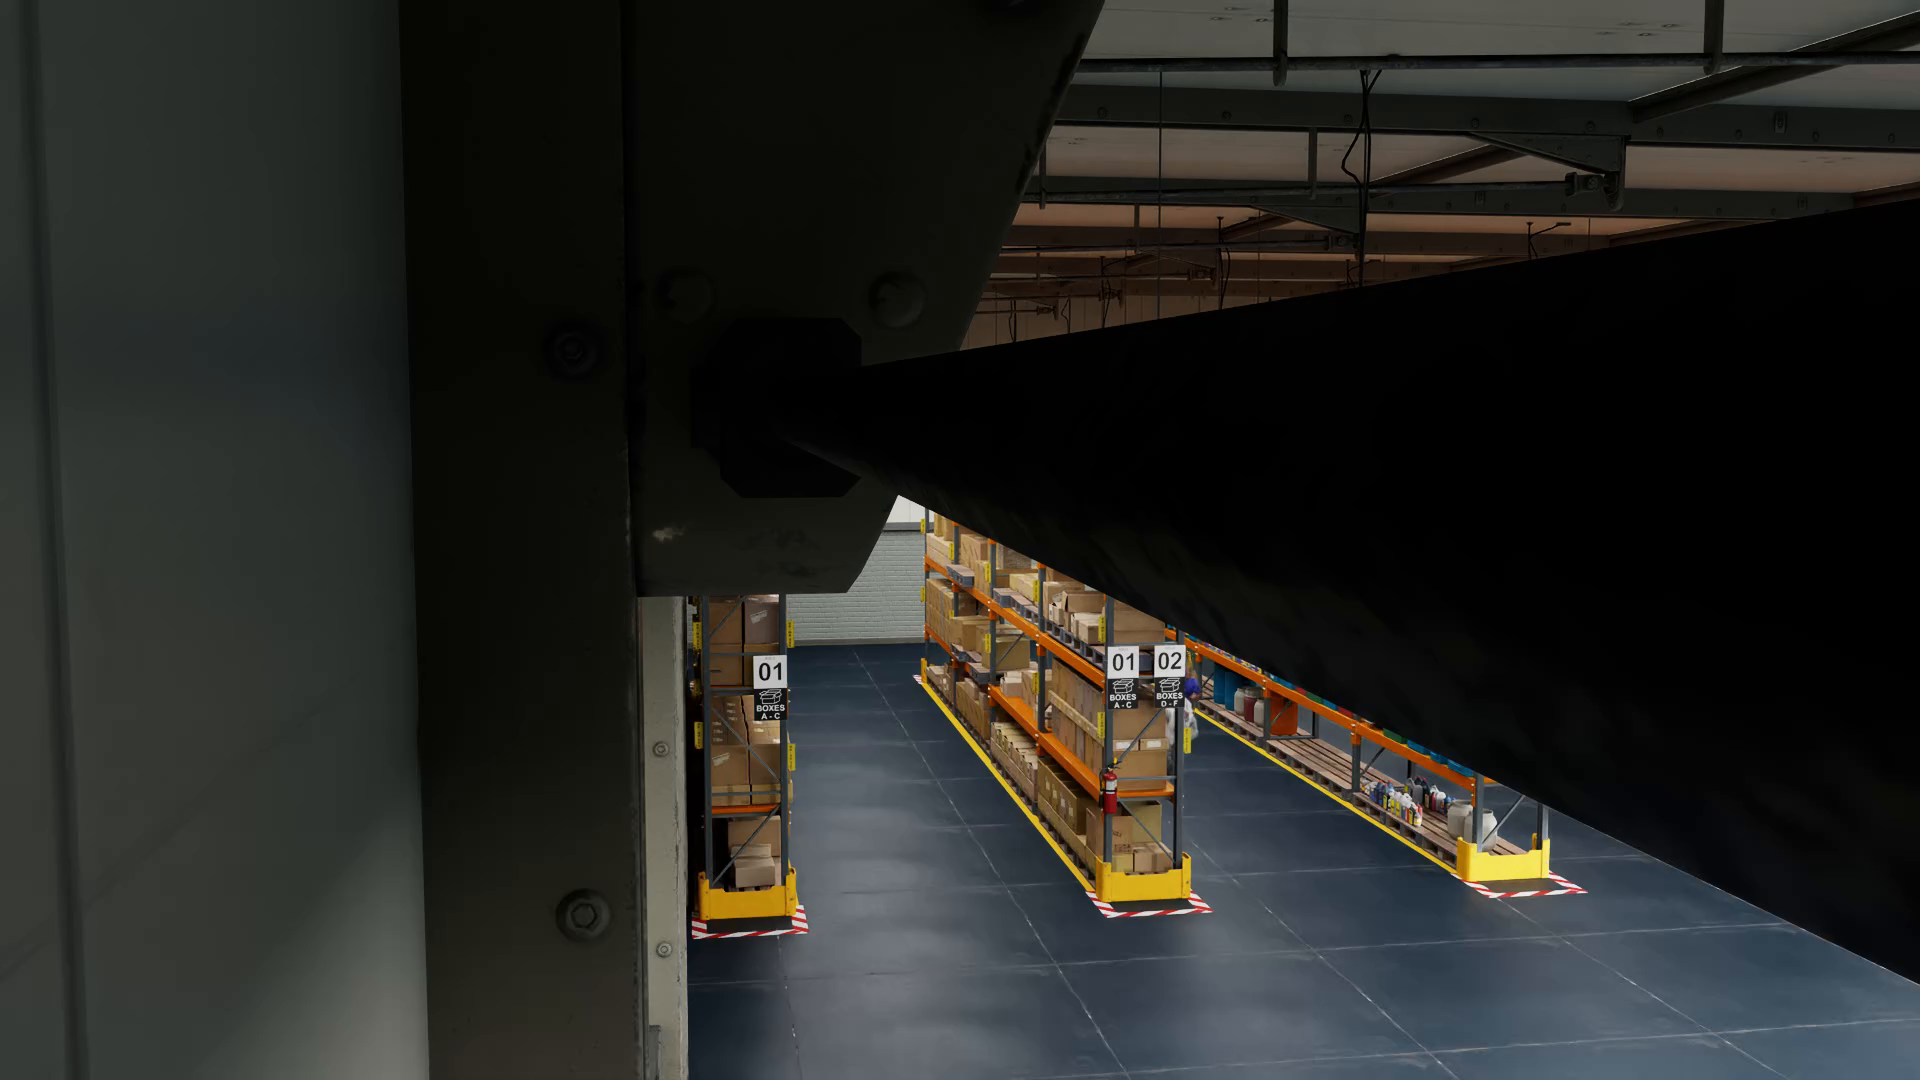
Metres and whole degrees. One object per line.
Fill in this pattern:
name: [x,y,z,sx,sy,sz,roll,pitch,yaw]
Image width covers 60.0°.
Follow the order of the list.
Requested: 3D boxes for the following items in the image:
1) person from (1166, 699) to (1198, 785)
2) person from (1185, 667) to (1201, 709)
person: [3.436,3.231,26.567,0.707,1.503,0.954,0,5,-4]
person: [4.041,2.950,29.953,0.597,1.466,1.065,1,5,7]
